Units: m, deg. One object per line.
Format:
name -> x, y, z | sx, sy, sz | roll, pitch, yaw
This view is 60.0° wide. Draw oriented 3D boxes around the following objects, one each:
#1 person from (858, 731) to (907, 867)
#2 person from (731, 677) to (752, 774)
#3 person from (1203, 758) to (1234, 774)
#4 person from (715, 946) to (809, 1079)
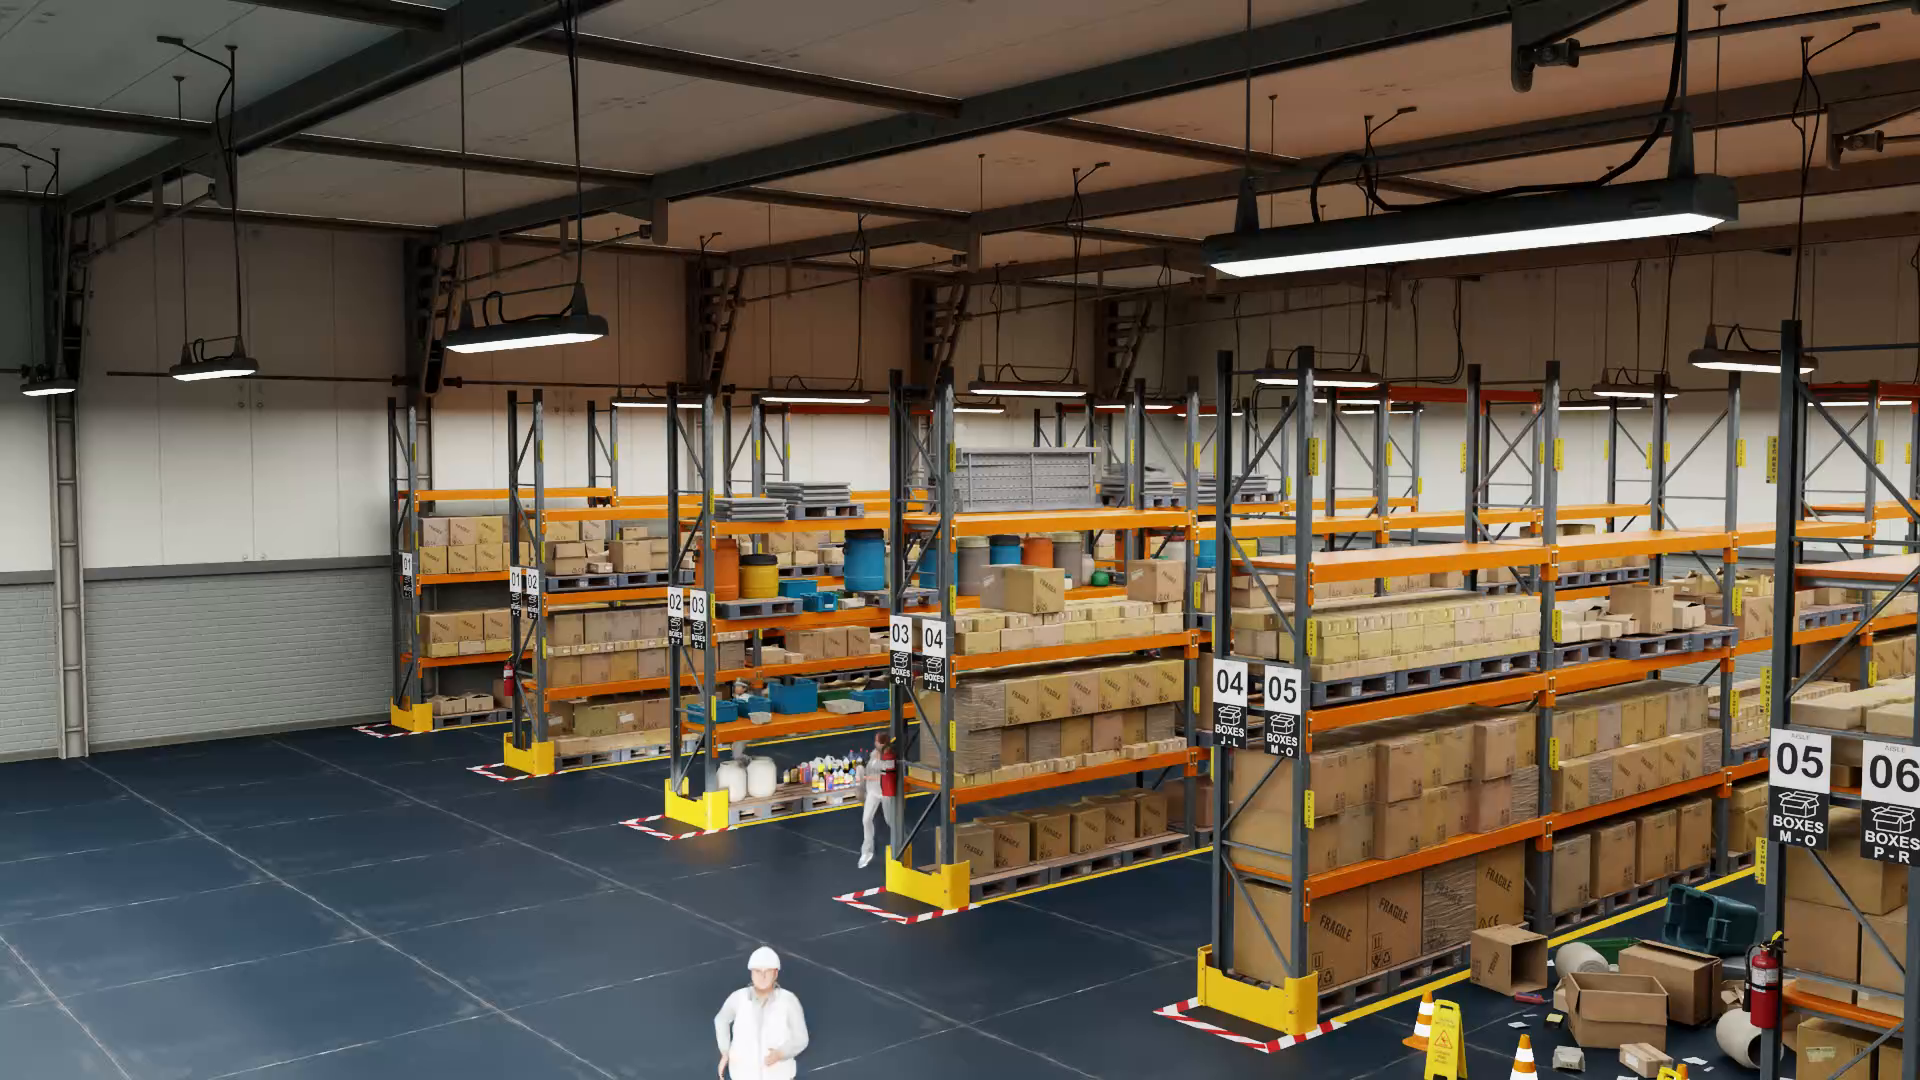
person -> -0.953, 3.158, 20.464 | 0.520, 1.634, 0.759 | 3, 4, 38
person -> -3.280, 2.877, 24.980 | 0.539, 1.651, 0.592 | -3, 5, -45
person -> 4.075, 2.790, 25.777 | 0.607, 1.689, 0.935 | 3, 4, 41
person -> -1.338, 3.626, 11.184 | 0.634, 1.751, 0.670 | 0, 3, -6
